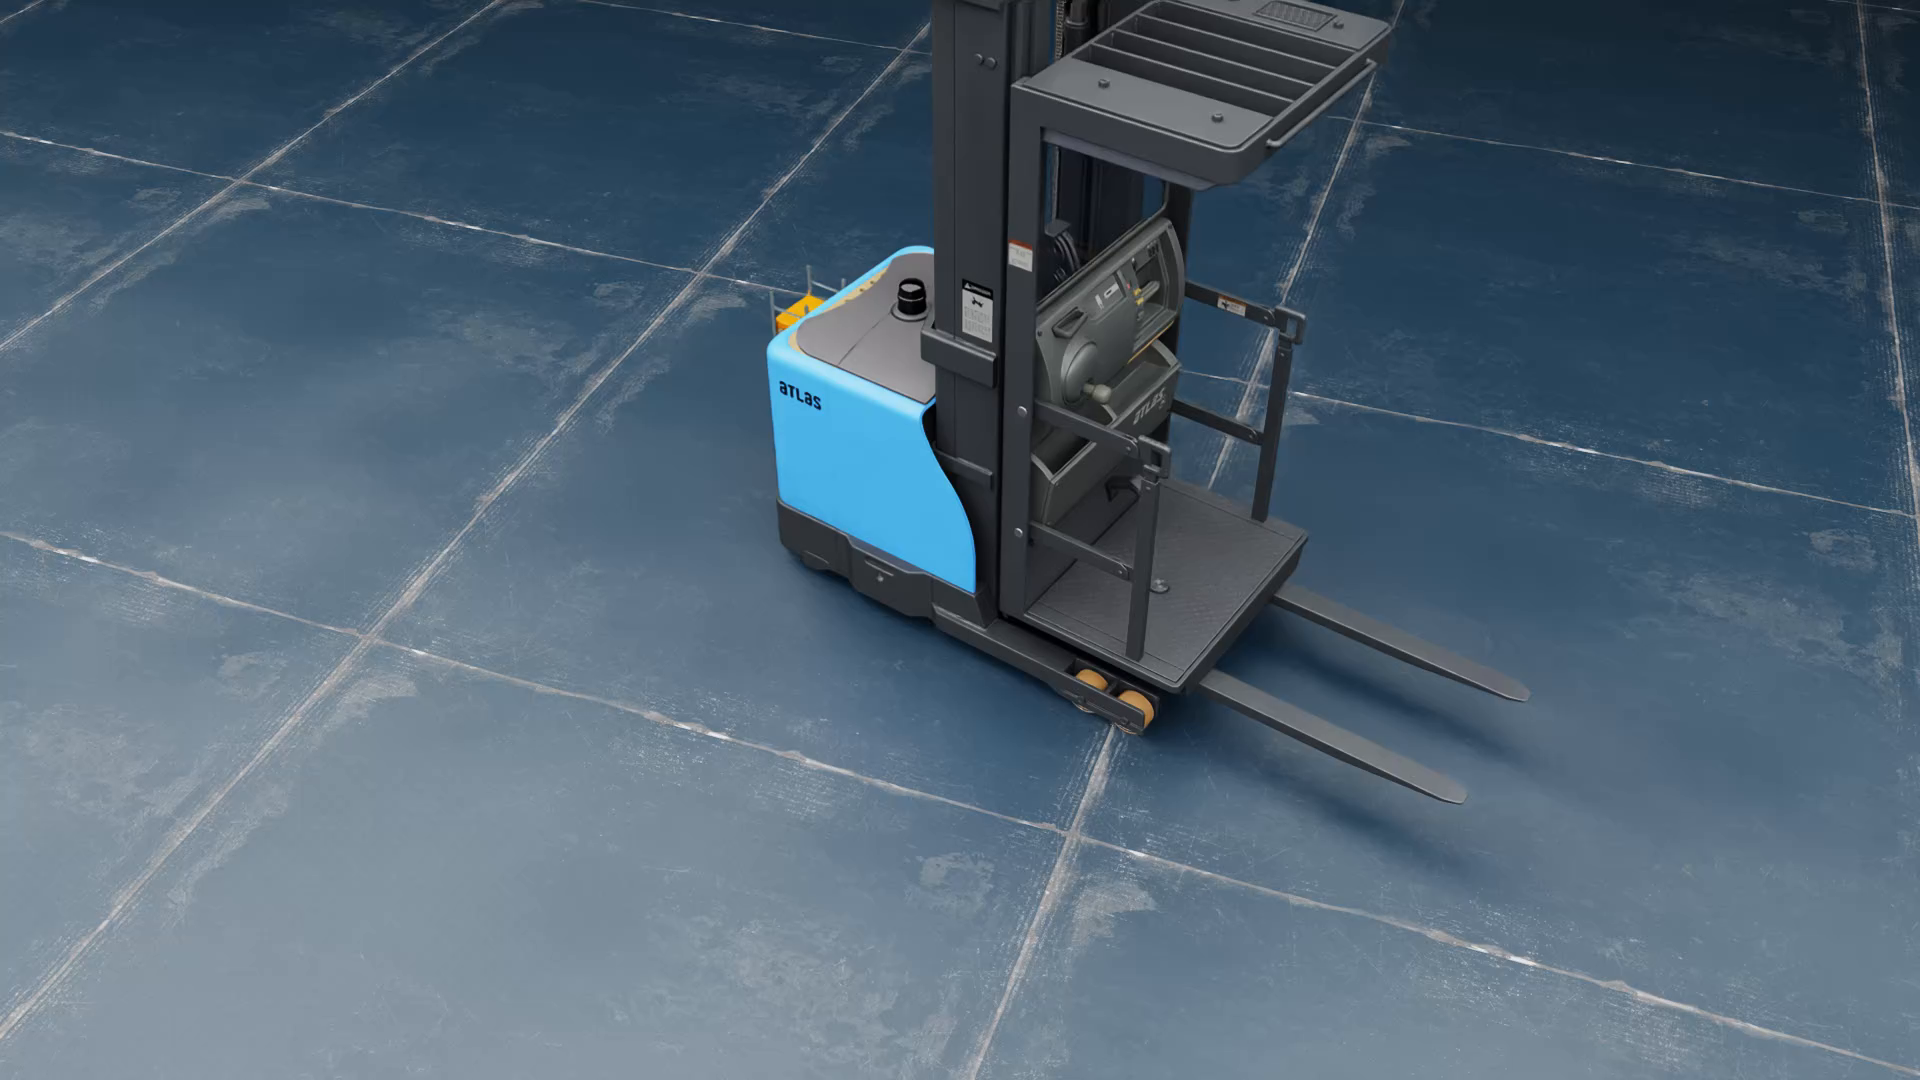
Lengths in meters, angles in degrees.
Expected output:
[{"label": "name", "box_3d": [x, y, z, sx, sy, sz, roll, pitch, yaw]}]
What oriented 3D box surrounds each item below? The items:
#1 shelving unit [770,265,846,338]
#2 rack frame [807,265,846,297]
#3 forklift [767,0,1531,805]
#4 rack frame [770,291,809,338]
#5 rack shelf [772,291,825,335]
[{"label": "shelving unit", "box_3d": [-0.629, -0.652, 7.205, 0.215, 1.050, 0.252, 24, 46, 26]}, {"label": "rack frame", "box_3d": [-0.560, -0.717, 7.282, 0.200, 1.050, 0.008, 24, 46, 26]}, {"label": "forklift", "box_3d": [0.719, -0.767, 5.890, 3.031, 2.935, 1.130, 25, 46, 26]}, {"label": "rack frame", "box_3d": [-0.698, -0.587, 7.129, 0.200, 1.050, 0.008, 24, 46, 26]}, {"label": "rack shelf", "box_3d": [-0.629, -0.860, 7.028, 0.215, 0.259, 0.240, 24, 46, 26]}]
